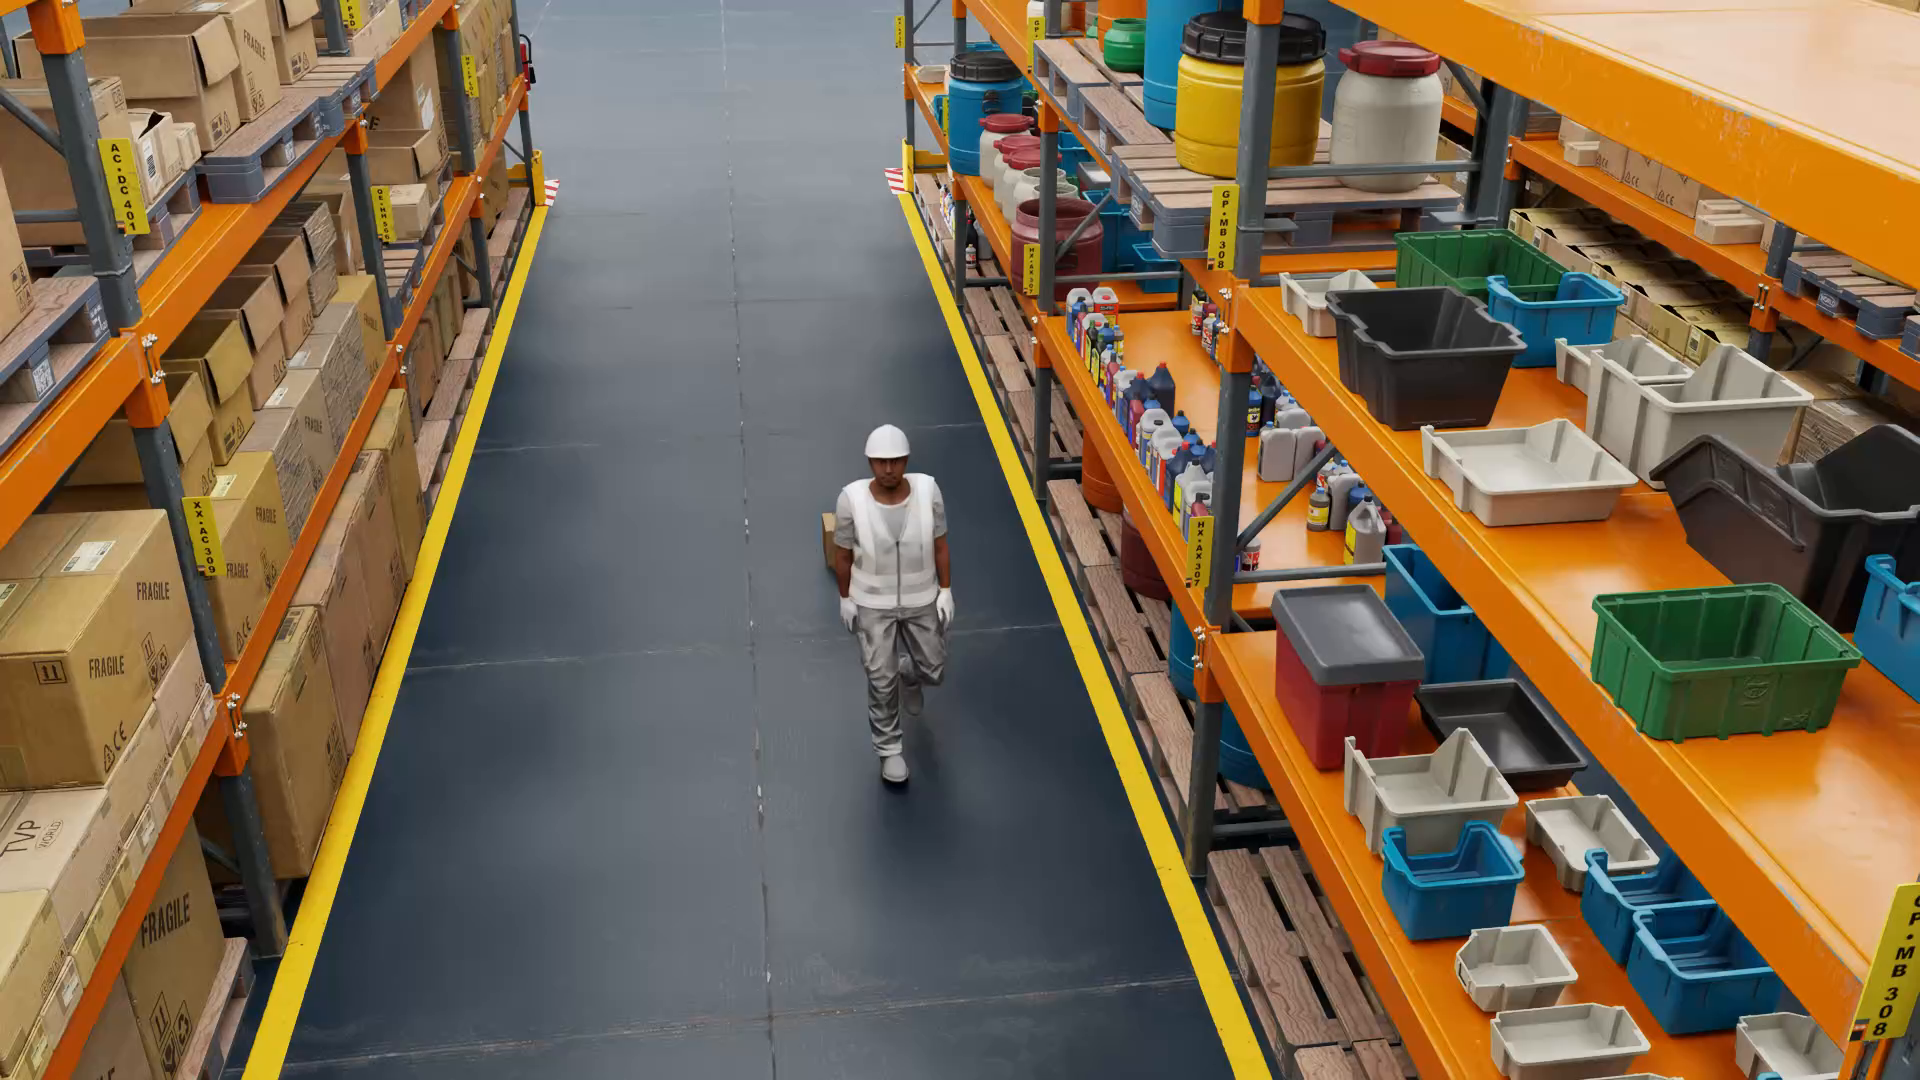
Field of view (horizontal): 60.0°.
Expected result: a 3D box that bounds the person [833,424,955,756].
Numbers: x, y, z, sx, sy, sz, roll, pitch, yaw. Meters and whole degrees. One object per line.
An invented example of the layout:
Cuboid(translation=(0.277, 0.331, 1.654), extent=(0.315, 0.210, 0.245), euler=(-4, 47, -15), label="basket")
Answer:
Cuboid(translation=(-0.323, 0.220, 8.043), extent=(0.566, 1.707, 0.534), euler=(-6, 27, -11), label="person")
